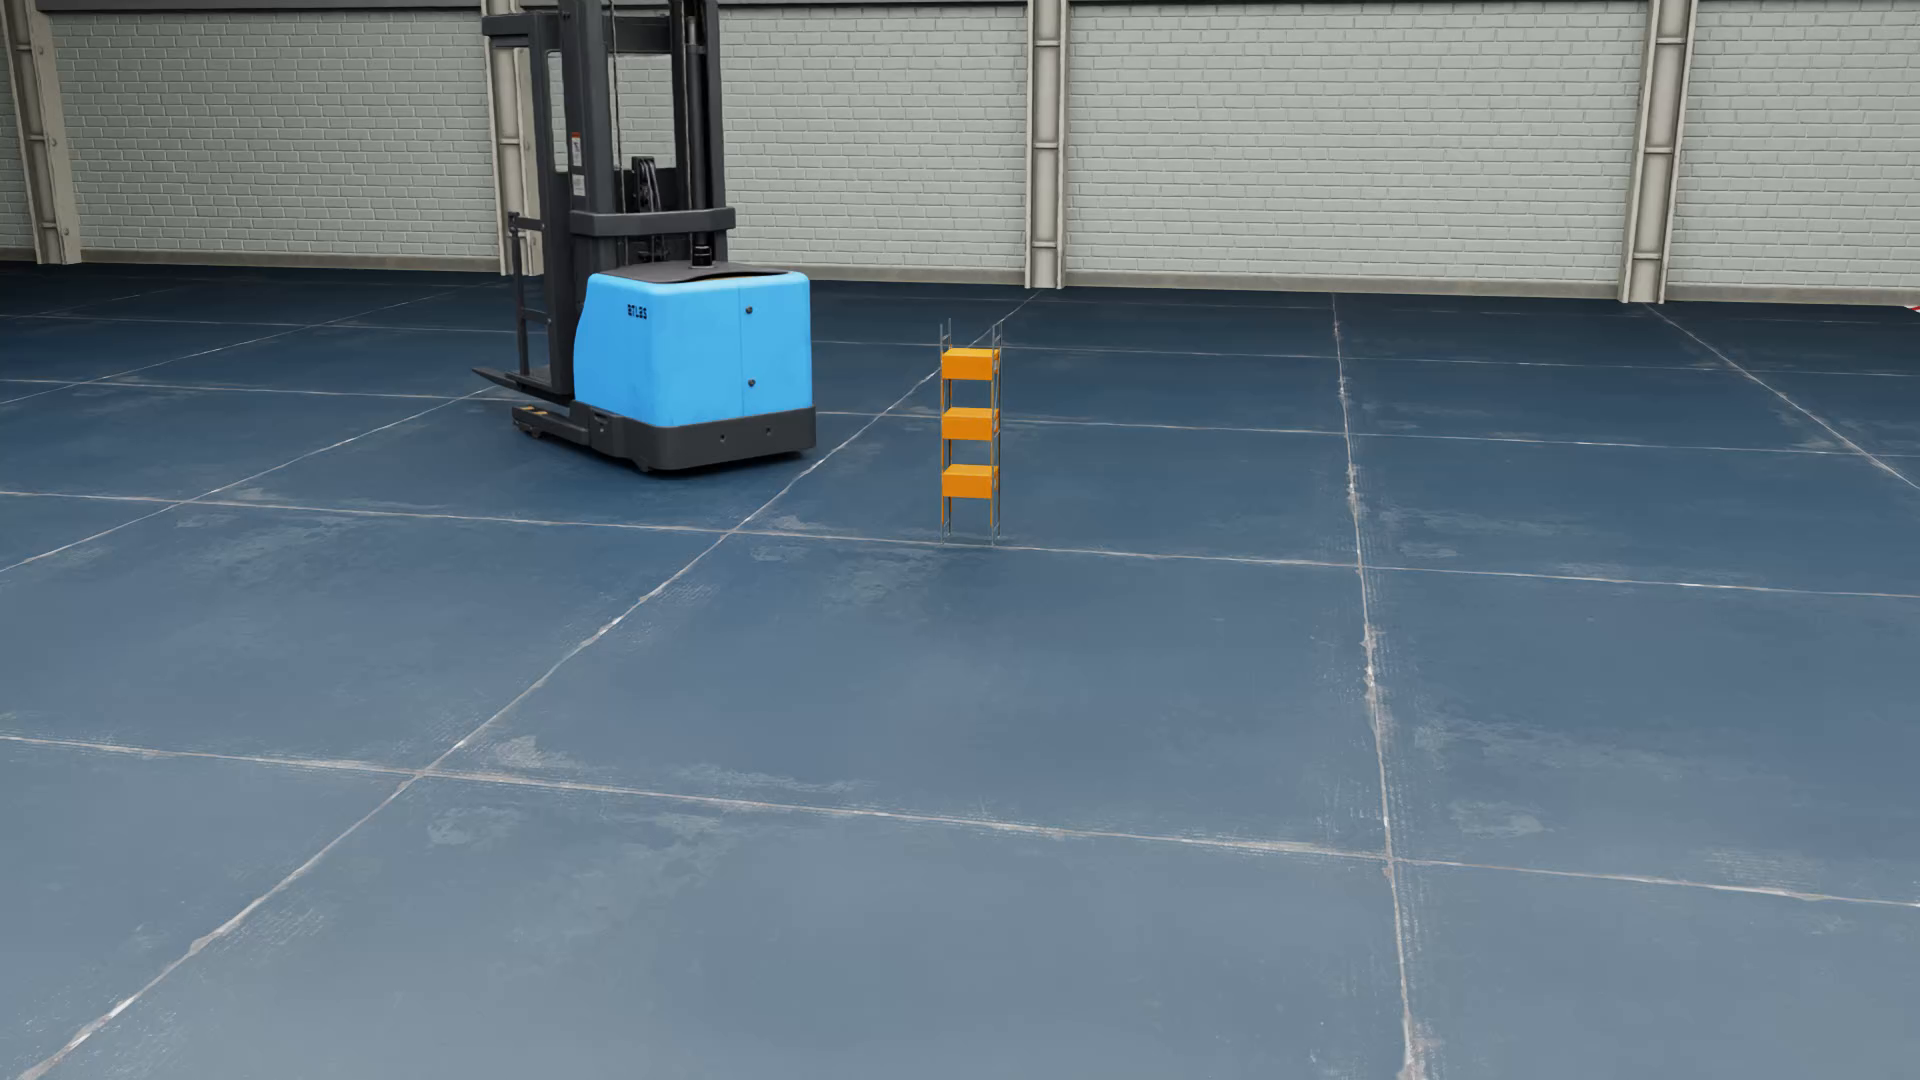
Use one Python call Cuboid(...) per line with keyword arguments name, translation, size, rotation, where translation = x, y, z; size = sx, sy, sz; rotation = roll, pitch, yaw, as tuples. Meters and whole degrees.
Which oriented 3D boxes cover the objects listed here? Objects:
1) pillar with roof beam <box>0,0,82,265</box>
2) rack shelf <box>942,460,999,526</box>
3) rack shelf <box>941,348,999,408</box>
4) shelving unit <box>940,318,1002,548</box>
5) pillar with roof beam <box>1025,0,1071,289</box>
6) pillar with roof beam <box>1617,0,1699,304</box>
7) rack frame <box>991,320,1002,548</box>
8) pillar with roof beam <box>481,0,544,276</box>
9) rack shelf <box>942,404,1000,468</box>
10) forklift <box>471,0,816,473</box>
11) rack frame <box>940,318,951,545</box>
Cuboid(name="pillar with roof beam", translation=(-11.707, -6.552, 14.789), size=(0.400, 9.000, 9.100), rotation=(3, 16, 11))
Cuboid(name="rack shelf", translation=(0.052, -0.225, 7.919), size=(0.240, 0.259, 0.215), rotation=(3, 16, 11))
Cuboid(name="rack shelf", translation=(0.052, -0.766, 7.769), size=(0.240, 0.259, 0.215), rotation=(3, 16, 11))
Cuboid(name="shelving unit", translation=(0.052, -0.503, 7.842), size=(0.252, 1.050, 0.215), rotation=(3, 16, 11))
Cuboid(name="pillar with roof beam", translation=(0.052, -5.914, 12.484), size=(0.400, 9.000, 9.100), rotation=(3, 16, 11))
Cuboid(name="pillar with roof beam", translation=(5.932, -5.595, 11.332), size=(0.400, 9.000, 9.100), rotation=(3, 16, 11))
Cuboid(name="rack frame", translation=(0.172, -0.497, 7.818), size=(0.008, 1.050, 0.200), rotation=(3, 16, 11))
Cuboid(name="pillar with roof beam", translation=(-5.827, -6.233, 13.637), size=(0.400, 9.000, 9.100), rotation=(3, 16, 11))
Cuboid(name="rack shelf", translation=(0.052, -0.493, 7.844), size=(0.240, 0.259, 0.215), rotation=(3, 16, 11))
Cuboid(name="forklift", translation=(-2.152, -2.117, 10.144), size=(1.130, 2.935, 3.031), rotation=(-12, 20, -37))
Cuboid(name="rack frame", translation=(-0.067, -0.510, 7.865), size=(0.008, 1.050, 0.200), rotation=(3, 16, 11))
